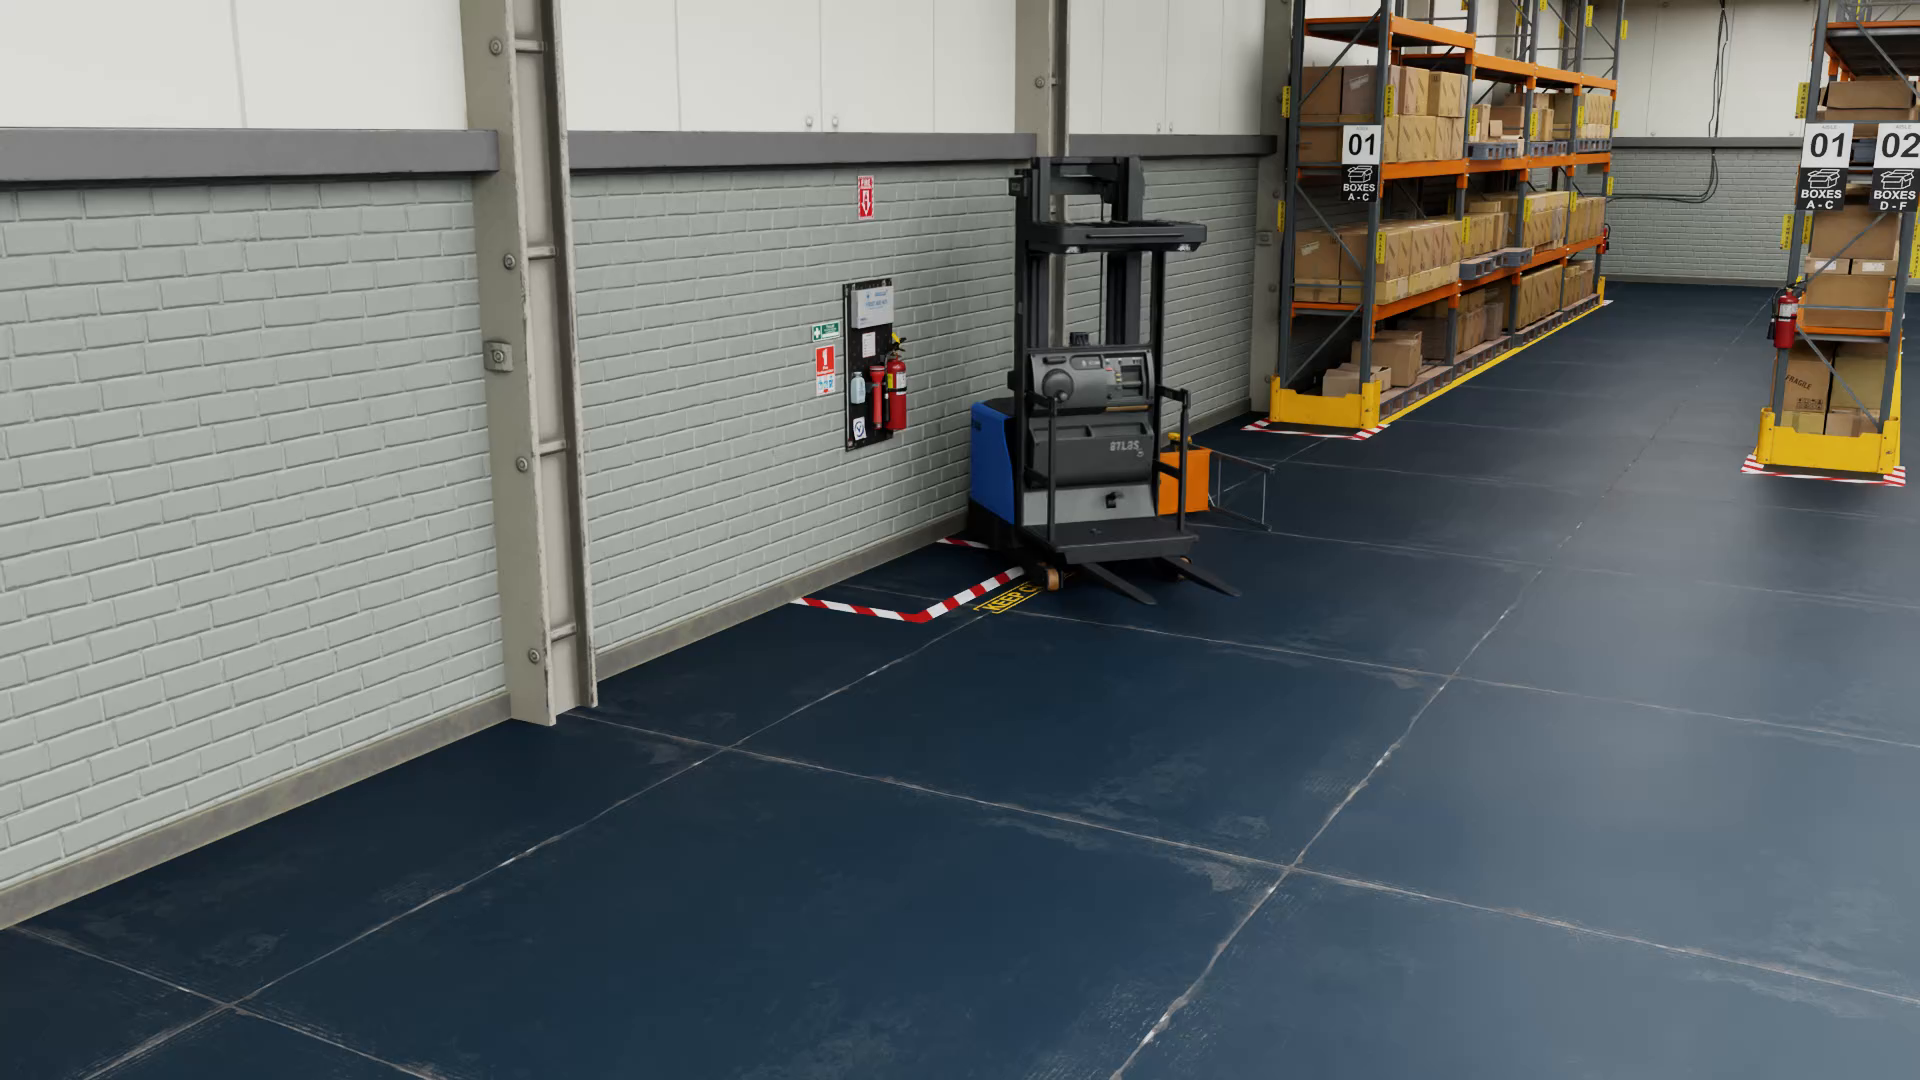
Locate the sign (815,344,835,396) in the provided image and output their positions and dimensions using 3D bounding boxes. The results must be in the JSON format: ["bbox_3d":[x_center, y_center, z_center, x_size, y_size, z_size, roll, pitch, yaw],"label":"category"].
[{"bbox_3d":[-0.921,-1.163,11.383,0.001,0.329,0.234,7,15,28],"label":"sign"}]

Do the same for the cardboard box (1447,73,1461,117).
[{"bbox_3d":[5.656,-5.315,19.891,0.500,0.500,0.500,8,16,31],"label":"cardboard box"}]

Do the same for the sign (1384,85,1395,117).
[{"bbox_3d":[4.459,-4.561,17.289,0.100,0.325,0.005,7,15,28],"label":"sign"}]

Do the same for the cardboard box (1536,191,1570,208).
[{"bbox_3d":[9.783,-5.644,27.556,0.500,0.250,0.500,8,16,29],"label":"cardboard box"}]

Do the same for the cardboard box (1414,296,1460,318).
[{"bbox_3d":[6.469,-3.167,22.566,0.500,0.250,0.500,7,15,27],"label":"cardboard box"}]

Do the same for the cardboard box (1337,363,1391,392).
[{"bbox_3d":[4.673,-1.895,19.293,0.500,0.311,0.500,9,16,33],"label":"cardboard box"}]

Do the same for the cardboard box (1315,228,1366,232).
[{"bbox_3d":[4.278,-3.264,18.850,0.500,0.500,0.500,8,16,29],"label":"cardboard box"}]

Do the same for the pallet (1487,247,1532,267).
[{"bbox_3d":[7.600,-4.130,24.172,1.213,0.211,1.003,7,15,28],"label":"pallet"}]

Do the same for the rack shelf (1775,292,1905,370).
[{"bbox_3d":[9.289,-2.240,17.459,1.077,0.370,4.000,7,15,28],"label":"rack shelf"}]

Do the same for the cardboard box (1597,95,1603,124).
[{"bbox_3d":[11.107,-7.635,29.511,0.500,0.500,0.500,7,15,26],"label":"cardboard box"}]

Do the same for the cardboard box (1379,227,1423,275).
[{"bbox_3d":[4.981,-3.311,19.043,0.500,0.500,0.500,7,15,26],"label":"cardboard box"}]

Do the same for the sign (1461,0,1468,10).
[{"bbox_3d":[7.364,-7.891,24.233,0.100,0.325,0.005,7,15,28],"label":"sign"}]

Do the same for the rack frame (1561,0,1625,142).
[{"bbox_3d":[11.719,-8.939,30.911,1.000,3.000,0.127,7,15,28],"label":"rack frame"}]

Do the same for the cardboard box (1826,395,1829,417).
[{"bbox_3d":[8.794,-1.397,17.399,0.500,0.250,0.500,7,15,28],"label":"cardboard box"}]

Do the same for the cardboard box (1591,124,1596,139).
[{"bbox_3d":[10.850,-7.161,29.146,0.500,0.250,0.500,7,15,26],"label":"cardboard box"}]

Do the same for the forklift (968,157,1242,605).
[{"bbox_3d":[1.013,-1.169,11.628,1.130,2.935,3.031,-4,14,-18],"label":"forklift"}]

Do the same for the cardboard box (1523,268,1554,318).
[{"bbox_3d":[9.157,-4.030,27.041,0.750,0.750,0.750,8,16,30],"label":"cardboard box"}]

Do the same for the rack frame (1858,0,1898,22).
[{"bbox_3d":[14.123,-7.558,25.182,1.000,3.000,0.127,7,15,28],"label":"rack frame"}]

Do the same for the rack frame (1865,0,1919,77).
[{"bbox_3d":[16.057,-8.378,28.586,1.000,3.000,0.127,7,15,28],"label":"rack frame"}]

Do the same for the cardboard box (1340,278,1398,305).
[{"bbox_3d":[4.498,-2.741,18.279,0.500,0.250,0.500,7,15,26],"label":"cardboard box"}]

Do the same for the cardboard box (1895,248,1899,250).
[{"bbox_3d":[9.571,-2.969,17.350,0.380,0.149,0.250,8,16,30],"label":"cardboard box"}]

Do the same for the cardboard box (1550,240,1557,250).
[{"bbox_3d":[9.527,-4.825,27.139,0.380,0.149,0.250,7,15,28],"label":"cardboard box"}]

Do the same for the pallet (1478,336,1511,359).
[{"bbox_3d":[7.472,-2.865,24.469,1.003,0.211,1.213,7,15,28],"label":"pallet"}]

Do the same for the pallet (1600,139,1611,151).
[{"bbox_3d":[11.369,-7.284,30.637,1.003,0.211,1.213,7,15,28],"label":"pallet"}]

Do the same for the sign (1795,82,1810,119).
[{"bbox_3d":[7.854,-4.094,15.494,0.100,0.325,0.005,7,15,28],"label":"sign"}]

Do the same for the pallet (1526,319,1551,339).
[{"bbox_3d":[8.889,-3.428,26.803,1.003,0.211,1.213,7,15,28],"label":"pallet"}]

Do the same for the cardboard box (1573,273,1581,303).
[{"bbox_3d":[10.732,-4.540,29.904,0.700,0.500,0.500,8,16,29],"label":"cardboard box"}]

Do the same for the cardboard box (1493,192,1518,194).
[{"bbox_3d":[8.850,-5.493,26.927,0.500,0.250,0.500,7,15,26],"label":"cardboard box"}]

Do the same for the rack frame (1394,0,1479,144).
[{"bbox_3d":[5.918,-6.477,20.699,1.000,3.000,0.127,7,15,28],"label":"rack frame"}]

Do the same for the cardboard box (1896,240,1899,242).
[{"bbox_3d":[10.312,-3.284,18.657,0.380,0.149,0.250,7,15,28],"label":"cardboard box"}]

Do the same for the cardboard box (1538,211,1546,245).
[{"bbox_3d":[8.812,-4.863,25.913,0.500,0.500,0.500,7,15,28],"label":"cardboard box"}]

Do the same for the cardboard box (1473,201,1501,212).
[{"bbox_3d":[7.711,-4.885,24.359,0.380,0.149,0.250,5,15,21],"label":"cardboard box"}]

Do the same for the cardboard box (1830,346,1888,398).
[{"bbox_3d":[9.247,-1.703,17.068,0.500,0.500,0.500,7,15,28],"label":"cardboard box"}]

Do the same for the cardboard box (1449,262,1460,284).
[{"bbox_3d":[5.954,-3.366,20.872,0.500,0.250,0.500,7,15,28],"label":"cardboard box"}]

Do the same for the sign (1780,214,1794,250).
[{"bbox_3d":[7.854,-2.922,15.776,0.100,0.325,0.005,7,15,28],"label":"sign"}]

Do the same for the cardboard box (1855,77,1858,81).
[{"bbox_3d":[10.844,-5.196,19.608,0.500,0.500,0.500,9,16,33],"label":"cardboard box"}]

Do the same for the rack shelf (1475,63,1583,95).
[{"bbox_3d":[8.818,-7.164,25.936,1.077,0.370,4.000,7,15,28],"label":"rack shelf"}]

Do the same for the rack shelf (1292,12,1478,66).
[{"bbox_3d":[4.951,-5.715,19.082,1.077,0.370,4.000,7,15,28],"label":"rack shelf"}]

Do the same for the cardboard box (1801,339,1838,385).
[{"bbox_3d":[9.274,-1.967,18.164,0.500,0.500,0.500,7,15,28],"label":"cardboard box"}]

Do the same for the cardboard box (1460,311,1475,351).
[{"bbox_3d":[6.747,-2.924,23.156,0.700,0.500,0.500,8,15,29],"label":"cardboard box"}]

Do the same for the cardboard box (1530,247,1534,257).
[{"bbox_3d":[8.545,-4.406,25.401,0.380,0.149,0.250,8,16,30],"label":"cardboard box"}]

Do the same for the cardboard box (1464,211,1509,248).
[{"bbox_3d":[7.633,-4.546,24.338,0.700,0.500,0.500,5,15,21],"label":"cardboard box"}]

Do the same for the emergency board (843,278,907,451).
[{"bbox_3d":[-0.563,-1.248,11.809,0.194,1.169,0.643,7,15,28],"label":"emergency board"}]

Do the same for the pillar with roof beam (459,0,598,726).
[{"bbox_3d":[1.533,-2.948,6.062,9.100,9.000,0.400,7,15,28],"label":"pillar with roof beam"}]

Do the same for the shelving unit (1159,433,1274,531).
[{"bbox_3d":[1.673,-0.426,13.492,1.083,0.587,1.500,-6,15,-23],"label":"shelving unit"}]

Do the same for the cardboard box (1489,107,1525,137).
[{"bbox_3d":[8.031,-6.206,24.823,0.700,0.500,0.500,6,15,24],"label":"cardboard box"}]

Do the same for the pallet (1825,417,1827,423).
[{"bbox_3d":[9.246,-1.235,17.705,1.003,0.211,1.213,7,15,28],"label":"pallet"}]

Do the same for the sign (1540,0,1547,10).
[{"bbox_3d":[8.331,-7.731,23.737,0.100,0.325,0.005,7,15,28],"label":"sign"}]

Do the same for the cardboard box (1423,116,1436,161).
[{"bbox_3d":[5.143,-4.622,19.149,0.500,0.500,0.500,8,16,31],"label":"cardboard box"}]

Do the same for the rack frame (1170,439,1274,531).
[{"bbox_3d":[2.129,-0.474,13.691,0.032,0.500,1.500,-6,15,-23],"label":"rack frame"}]

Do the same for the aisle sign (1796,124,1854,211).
[{"bbox_3d":[8.033,-3.463,15.451,0.394,0.787,0.004,7,15,28],"label":"aisle sign"}]

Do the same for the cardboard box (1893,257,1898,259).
[{"bbox_3d":[8.826,-2.654,16.044,0.380,0.149,0.250,7,15,27],"label":"cardboard box"}]

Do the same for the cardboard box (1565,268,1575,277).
[{"bbox_3d":[10.562,-4.697,29.172,0.380,0.149,0.250,8,16,30],"label":"cardboard box"}]

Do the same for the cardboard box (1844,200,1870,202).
[{"bbox_3d":[9.077,-3.176,16.825,0.700,0.500,0.500,7,15,28],"label":"cardboard box"}]

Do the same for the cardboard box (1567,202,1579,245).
[{"bbox_3d":[10.062,-5.457,28.629,0.980,0.700,0.700,8,16,29],"label":"cardboard box"}]
